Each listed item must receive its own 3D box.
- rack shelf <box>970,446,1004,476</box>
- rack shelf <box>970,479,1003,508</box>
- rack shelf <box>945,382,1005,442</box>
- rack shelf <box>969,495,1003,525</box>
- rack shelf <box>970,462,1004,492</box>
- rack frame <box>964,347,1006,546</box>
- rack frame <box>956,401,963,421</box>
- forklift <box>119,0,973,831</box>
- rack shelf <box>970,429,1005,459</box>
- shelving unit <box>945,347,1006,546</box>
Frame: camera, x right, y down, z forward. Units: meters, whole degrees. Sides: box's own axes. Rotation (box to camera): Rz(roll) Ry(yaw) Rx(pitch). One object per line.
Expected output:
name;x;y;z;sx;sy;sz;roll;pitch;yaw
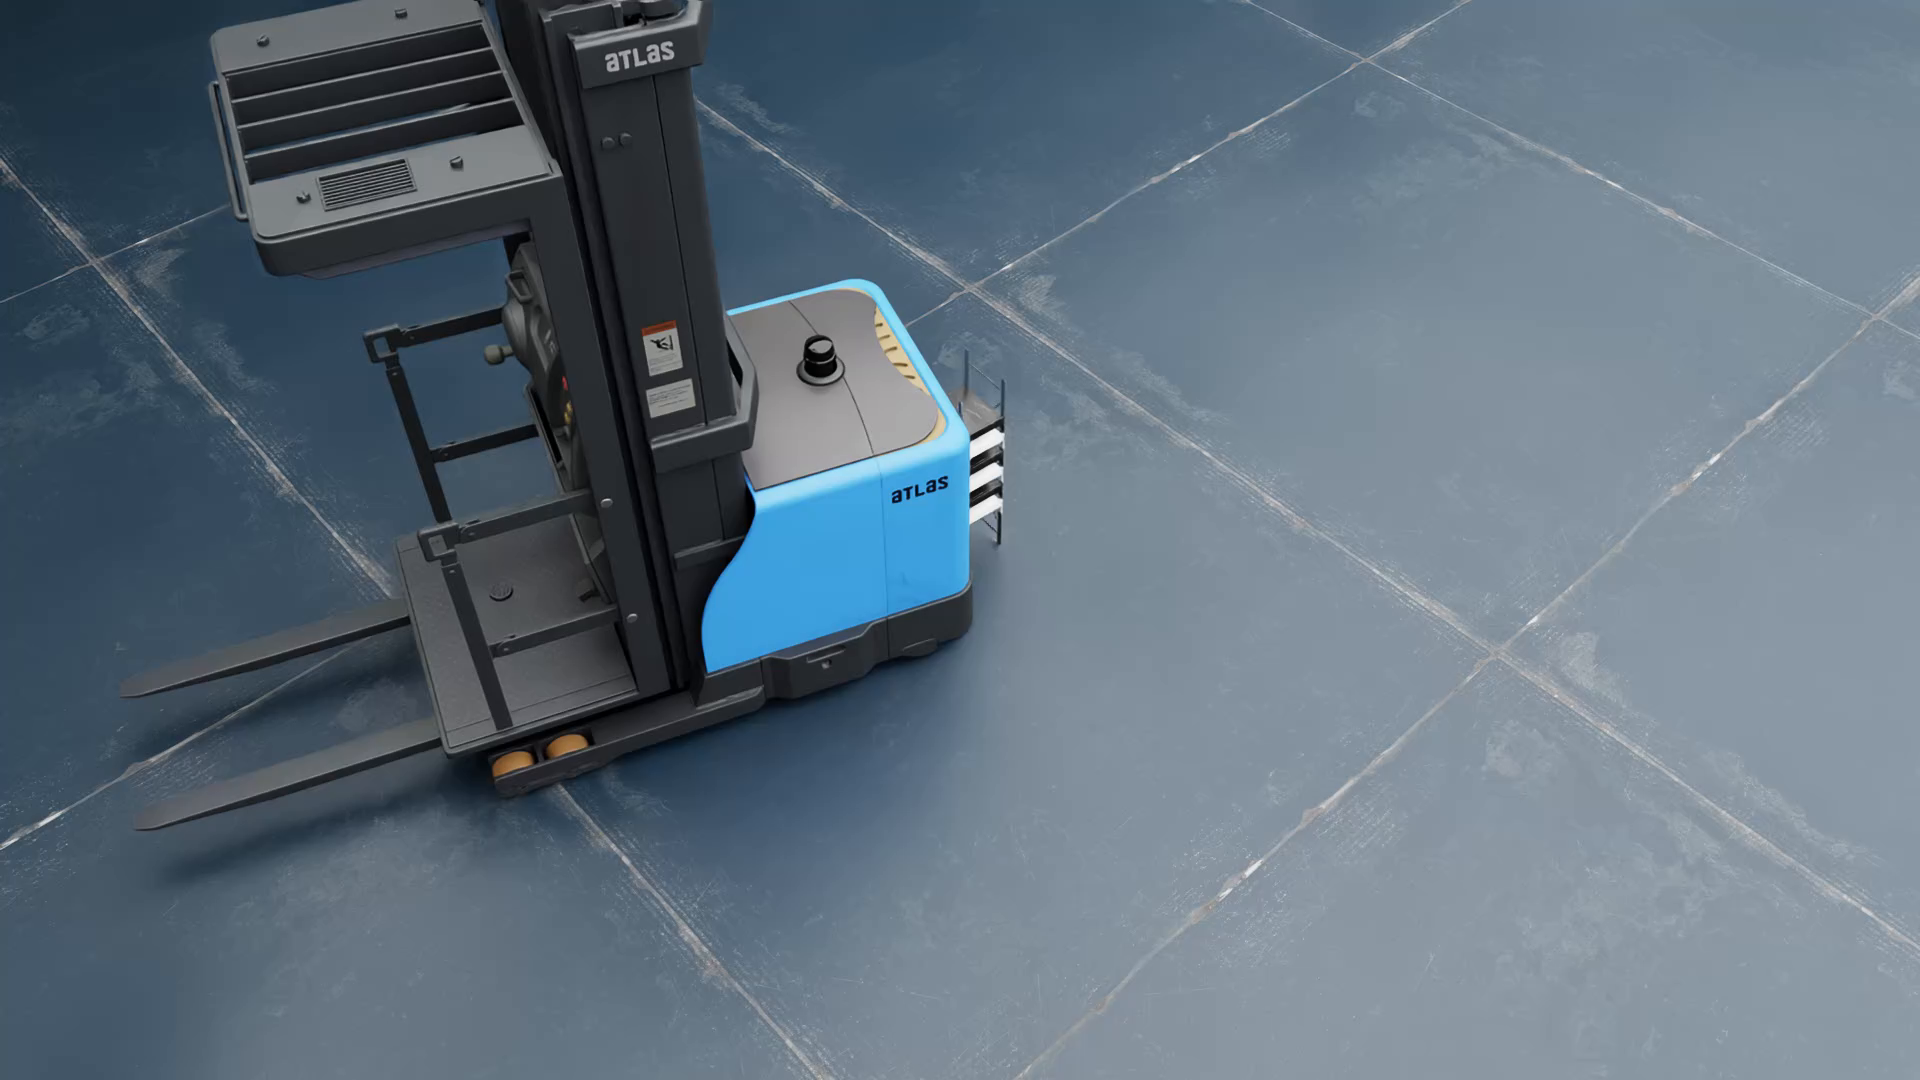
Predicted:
rack shelf;0.013;-0.342;6.429;0.200;0.077;0.258;-30;54;-25
rack shelf;0.013;-0.220;6.561;0.200;0.077;0.258;-30;54;-25
rack shelf;0.013;-0.464;6.296;0.200;0.077;0.258;-30;54;-25
rack shelf;0.013;-0.159;6.627;0.200;0.077;0.258;-30;54;-25
rack shelf;0.013;-0.281;6.495;0.200;0.077;0.258;-30;54;-25
rack frame;0.093;-0.349;6.513;0.006;0.900;0.240;-30;54;-25
rack frame;-0.067;-0.257;6.428;0.006;0.900;0.240;-30;54;-25
forklift;-1.518;-0.524;5.292;3.031;2.935;1.130;-17;50;-15
rack shelf;0.013;-0.403;6.363;0.200;0.077;0.258;-30;54;-25
shelving unit;0.013;-0.303;6.470;0.210;0.900;0.258;-30;54;-25
